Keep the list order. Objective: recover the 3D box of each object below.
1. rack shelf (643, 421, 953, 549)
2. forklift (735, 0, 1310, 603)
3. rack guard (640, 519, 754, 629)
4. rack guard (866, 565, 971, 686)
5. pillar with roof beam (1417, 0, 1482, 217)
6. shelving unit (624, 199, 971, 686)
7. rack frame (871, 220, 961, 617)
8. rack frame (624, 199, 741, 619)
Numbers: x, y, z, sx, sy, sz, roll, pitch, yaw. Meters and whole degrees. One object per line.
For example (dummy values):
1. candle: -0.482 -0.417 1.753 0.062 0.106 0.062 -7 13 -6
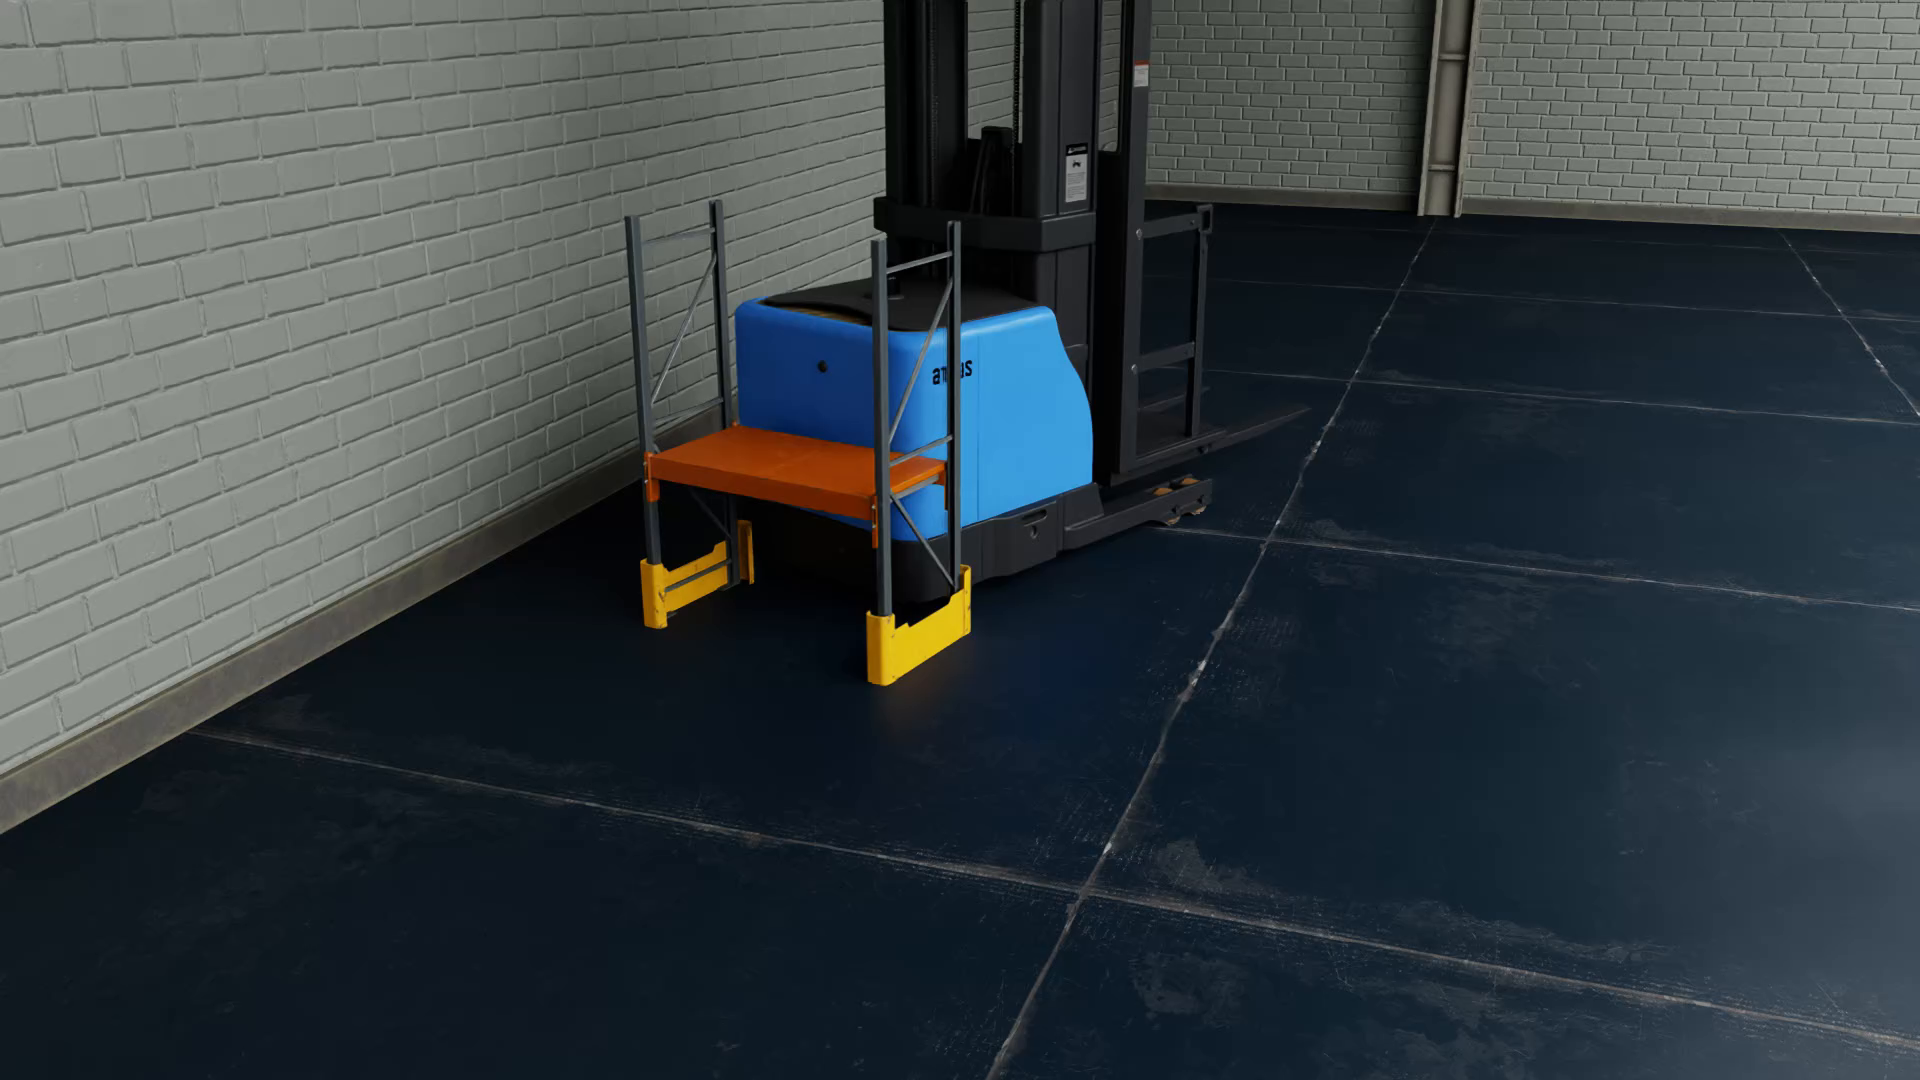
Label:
1. rack shelf: -0.574 -0.214 5.959 1.000 0.185 0.538 11 22 29
2. forklift: 0.475 -1.548 7.064 1.130 2.935 3.031 17 25 40
3. rack guard: -0.994 0.123 6.343 0.087 0.250 0.587 11 22 29
4. rack guard: -0.139 0.292 5.859 0.087 0.250 0.587 11 22 29
5. pillar with roof beam: 3.244 -6.077 10.837 0.400 9.000 9.100 7 20 18
6. shelving unit: -0.567 -0.383 5.895 1.083 1.500 0.587 11 22 29
7. rack frame: -0.138 -0.298 5.653 0.032 1.500 0.500 11 22 29
8. rack frame: -1.010 -0.470 6.146 0.032 1.500 0.500 11 22 29
